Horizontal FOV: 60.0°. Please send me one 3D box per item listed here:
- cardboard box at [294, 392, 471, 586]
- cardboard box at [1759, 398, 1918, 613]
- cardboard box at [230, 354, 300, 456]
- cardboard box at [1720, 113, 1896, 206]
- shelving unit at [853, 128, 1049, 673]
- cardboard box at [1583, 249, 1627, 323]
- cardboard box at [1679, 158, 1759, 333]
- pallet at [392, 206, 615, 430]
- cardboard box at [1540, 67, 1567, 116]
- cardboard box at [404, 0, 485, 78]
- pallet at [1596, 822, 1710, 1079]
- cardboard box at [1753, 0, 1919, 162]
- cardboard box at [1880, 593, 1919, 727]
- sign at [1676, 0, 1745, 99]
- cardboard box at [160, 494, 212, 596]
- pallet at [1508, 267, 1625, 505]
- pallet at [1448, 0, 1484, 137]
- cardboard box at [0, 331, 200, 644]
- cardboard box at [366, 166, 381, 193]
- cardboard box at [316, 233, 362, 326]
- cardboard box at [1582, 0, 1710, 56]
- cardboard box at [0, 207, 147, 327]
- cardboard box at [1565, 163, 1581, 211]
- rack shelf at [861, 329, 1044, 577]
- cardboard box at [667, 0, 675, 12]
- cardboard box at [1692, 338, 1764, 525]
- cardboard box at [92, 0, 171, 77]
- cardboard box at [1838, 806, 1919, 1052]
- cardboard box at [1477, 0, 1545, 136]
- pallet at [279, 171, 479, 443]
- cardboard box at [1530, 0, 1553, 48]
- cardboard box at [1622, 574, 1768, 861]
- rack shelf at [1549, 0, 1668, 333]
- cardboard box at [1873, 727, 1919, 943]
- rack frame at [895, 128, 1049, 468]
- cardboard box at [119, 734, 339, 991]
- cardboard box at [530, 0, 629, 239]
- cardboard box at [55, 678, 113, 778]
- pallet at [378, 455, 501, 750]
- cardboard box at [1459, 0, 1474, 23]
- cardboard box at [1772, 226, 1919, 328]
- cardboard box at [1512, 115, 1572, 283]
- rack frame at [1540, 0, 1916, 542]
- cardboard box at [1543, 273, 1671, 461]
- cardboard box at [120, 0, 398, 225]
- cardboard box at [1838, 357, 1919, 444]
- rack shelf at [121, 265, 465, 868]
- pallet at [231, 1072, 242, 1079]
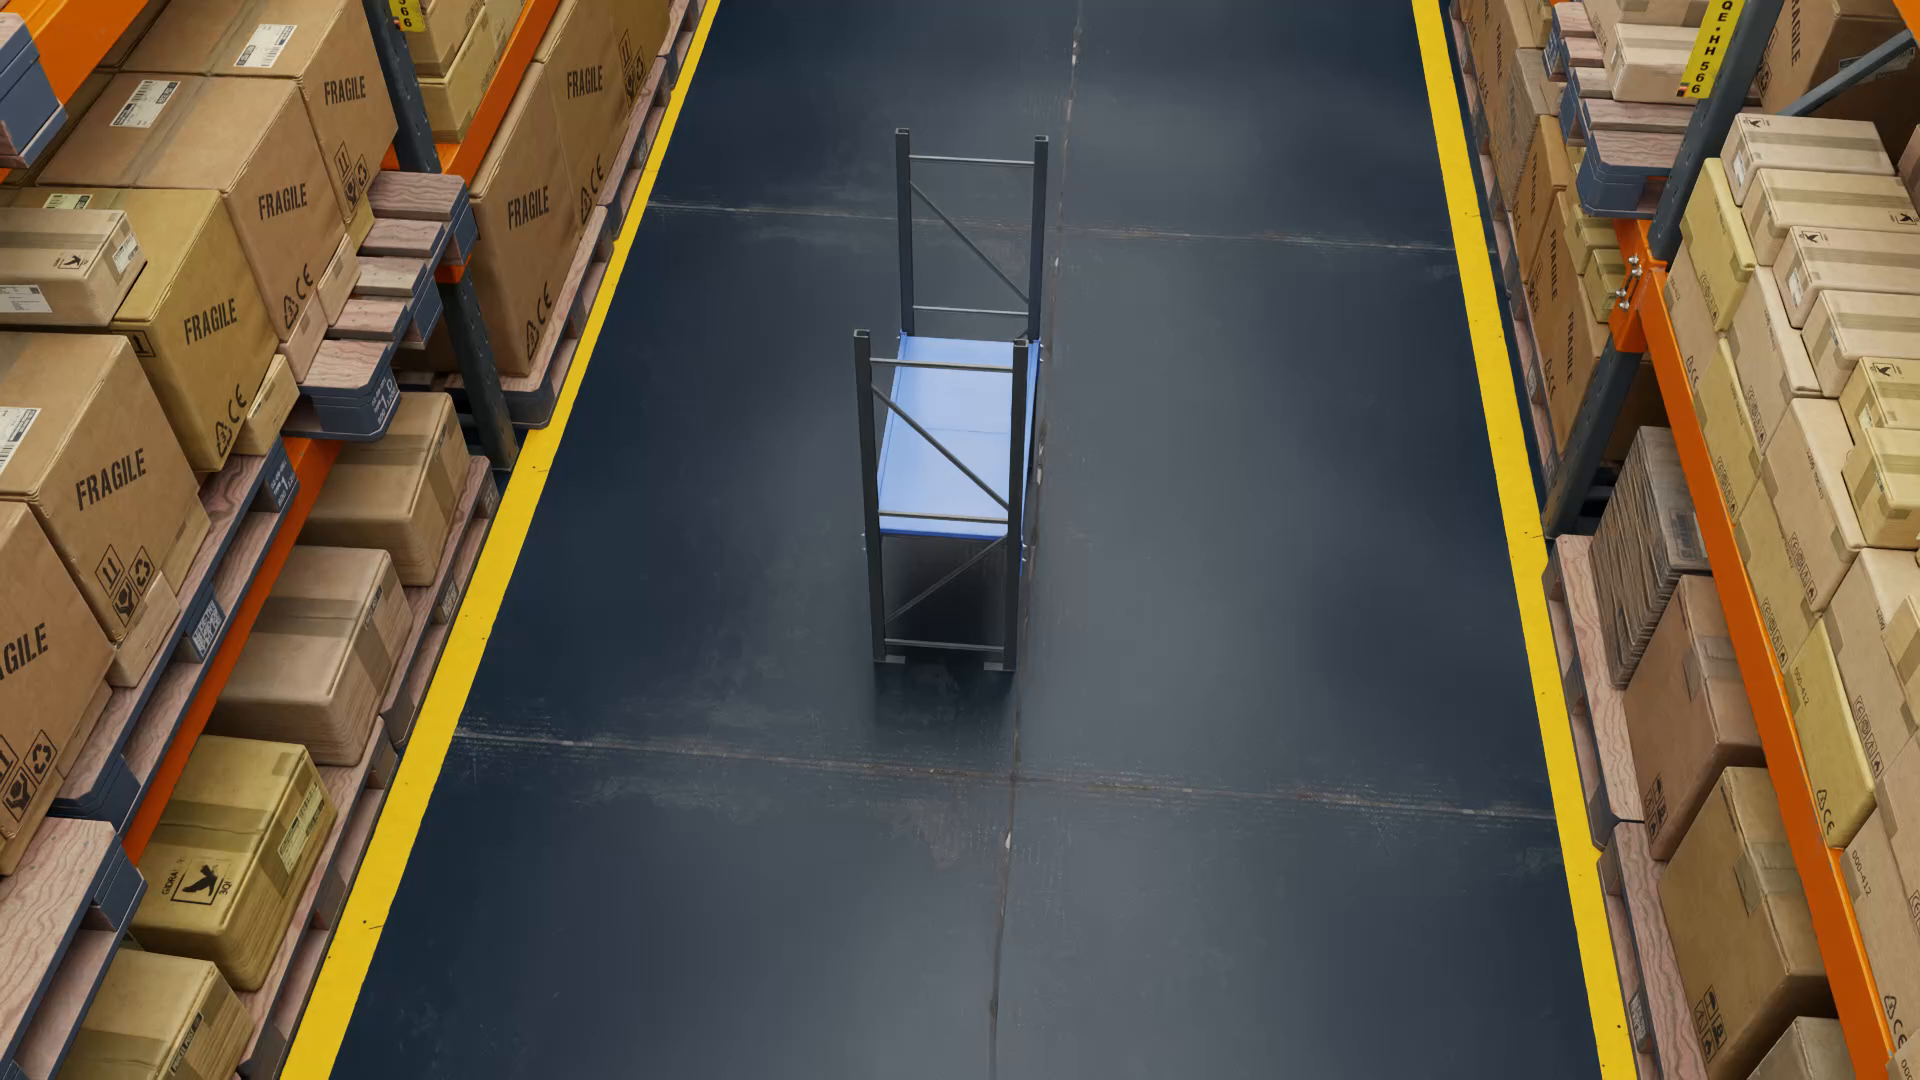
[{"bbox_3d":[-2.304,-0.192,5.889,0.950,0.372,0.625,1,48,1],"label":"cardboard box"},{"bbox_3d":[2.304,-0.078,4.051,0.500,0.250,0.500,3,48,3],"label":"cardboard box"},{"bbox_3d":[-2.011,-0.374,4.445,0.380,0.149,0.250,5,48,4],"label":"cardboard box"},{"bbox_3d":[2.378,-1.059,4.678,0.380,0.149,0.250,5,48,5],"label":"cardboard box"},{"bbox_3d":[-0.008,-0.443,5.639,0.538,1.500,1.048,4,48,4],"label":"shelving unit"},{"bbox_3d":[2.493,-0.917,6.026,0.380,0.149,0.250,2,48,2],"label":"cardboard box"},{"bbox_3d":[2.392,-0.831,4.740,0.500,0.250,0.500,4,48,3],"label":"cardboard box"},{"bbox_3d":[-2.096,-0.985,7.008,1.003,0.211,1.213,4,48,4],"label":"pallet"},{"bbox_3d":[2.642,-1.890,6.916,0.380,0.149,0.250,2,48,2],"label":"cardboard box"},{"bbox_3d":[-1.951,-1.825,5.650,0.500,0.250,0.500,4,48,3],"label":"cardboard box"},{"bbox_3d":[2.473,1.417,4.811,1.003,0.211,1.213,4,48,4],"label":"pallet"},{"bbox_3d":[2.903,-1.564,5.295,0.500,0.500,0.500,6,48,5],"label":"cardboard box"},{"bbox_3d":[2.180,0.259,3.473,0.380,0.149,0.250,3,48,2],"label":"cardboard box"},{"bbox_3d":[2.159,-1.414,4.780,0.100,0.325,0.005,4,48,4],"label":"sign"},{"bbox_3d":[-2.101,-0.008,4.110,0.380,0.149,0.250,2,48,2],"label":"cardboard box"},{"bbox_3d":[2.806,-0.625,6.679,1.003,0.211,1.213,4,48,4],"label":"pallet"},{"bbox_3d":[3.029,-2.418,8.319,1.003,0.211,1.213,4,48,4],"label":"pallet"},{"bbox_3d":[-2.139,-0.122,3.775,0.500,0.500,0.500,2,48,2],"label":"cardboard box"},{"bbox_3d":[-2.038,-1.152,5.156,0.380,0.149,0.250,5,48,5],"label":"cardboard box"},{"bbox_3d":[-1.969,-0.762,4.800,0.380,0.149,0.250,4,48,3],"label":"cardboard box"},{"bbox_3d":[2.474,-1.909,5.780,0.500,0.250,0.500,2,48,2],"label":"cardboard box"},{"bbox_3d":[-2.111,-0.625,3.796,0.380,0.149,0.250,2,48,2],"label":"cardboard box"},{"bbox_3d":[2.555,-1.311,6.386,0.380,0.149,0.250,2,48,2],"label":"cardboard box"},{"bbox_3d":[-0.008,-0.322,5.772,0.538,0.185,1.000,4,48,4],"label":"rack shelf"},{"bbox_3d":[-1.855,-3.255,8.349,0.875,0.875,0.875,5,48,5],"label":"cardboard box"},{"bbox_3d":[2.366,-0.291,4.585,0.500,0.250,0.500,3,48,3],"label":"cardboard box"},{"bbox_3d":[-2.514,-1.312,4.864,0.500,0.500,0.500,3,48,2],"label":"cardboard box"},{"bbox_3d":[2.237,0.849,3.542,0.500,0.250,0.500,4,48,4],"label":"cardboard box"},{"bbox_3d":[2.708,-2.159,7.601,0.500,0.500,0.500,3,48,2],"label":"cardboard box"},{"bbox_3d":[-2.202,-0.756,5.039,1.213,0.211,1.003,4,48,4],"label":"pallet"},{"bbox_3d":[2.711,-2.267,7.261,0.380,0.149,0.250,5,48,5],"label":"cardboard box"},{"bbox_3d":[2.578,0.577,5.014,0.875,0.625,0.625,5,48,5],"label":"cardboard box"},{"bbox_3d":[2.883,-2.247,6.760,1.077,0.370,4.000,4,48,4],"label":"rack shelf"},{"bbox_3d":[2.218,0.669,3.368,0.500,0.250,0.500,5,48,4],"label":"cardboard box"},{"bbox_3d":[0.039,-0.817,5.981,0.500,1.500,0.032,4,48,4],"label":"rack frame"},{"bbox_3d":[-2.438,0.908,4.883,0.950,0.372,0.625,5,48,5],"label":"cardboard box"},{"bbox_3d":[-2.012,-1.933,7.141,0.875,0.875,0.875,4,48,4],"label":"cardboard box"},{"bbox_3d":[-2.172,0.382,3.754,0.380,0.149,0.250,4,48,4],"label":"cardboard box"},{"bbox_3d":[-2.316,0.164,5.957,1.003,0.211,1.213,4,48,4],"label":"pallet"},{"bbox_3d":[2.797,-2.918,8.295,0.500,0.500,0.500,6,48,5],"label":"cardboard box"},{"bbox_3d":[2.357,-0.672,4.324,0.380,0.149,0.250,5,48,5],"label":"cardboard box"},{"bbox_3d":[2.626,-1.396,6.903,0.500,0.500,0.500,6,48,5],"label":"cardboard box"},{"bbox_3d":[2.701,-1.021,5.151,1.000,3.000,0.127,4,48,4],"label":"rack frame"},{"bbox_3d":[2.525,-0.644,6.215,0.500,0.500,0.500,5,48,5],"label":"cardboard box"},{"bbox_3d":[-2.007,-1.275,4.829,0.500,0.500,0.500,3,48,2],"label":"cardboard box"},{"bbox_3d":[2.353,-0.292,3.977,0.380,0.149,0.250,4,48,4],"label":"cardboard box"},{"bbox_3d":[-2.425,0.361,4.375,1.077,0.370,4.000,4,48,4],"label":"rack shelf"},{"bbox_3d":[-2.538,1.957,4.317,1.003,0.211,1.213,4,48,4],"label":"pallet"}]
